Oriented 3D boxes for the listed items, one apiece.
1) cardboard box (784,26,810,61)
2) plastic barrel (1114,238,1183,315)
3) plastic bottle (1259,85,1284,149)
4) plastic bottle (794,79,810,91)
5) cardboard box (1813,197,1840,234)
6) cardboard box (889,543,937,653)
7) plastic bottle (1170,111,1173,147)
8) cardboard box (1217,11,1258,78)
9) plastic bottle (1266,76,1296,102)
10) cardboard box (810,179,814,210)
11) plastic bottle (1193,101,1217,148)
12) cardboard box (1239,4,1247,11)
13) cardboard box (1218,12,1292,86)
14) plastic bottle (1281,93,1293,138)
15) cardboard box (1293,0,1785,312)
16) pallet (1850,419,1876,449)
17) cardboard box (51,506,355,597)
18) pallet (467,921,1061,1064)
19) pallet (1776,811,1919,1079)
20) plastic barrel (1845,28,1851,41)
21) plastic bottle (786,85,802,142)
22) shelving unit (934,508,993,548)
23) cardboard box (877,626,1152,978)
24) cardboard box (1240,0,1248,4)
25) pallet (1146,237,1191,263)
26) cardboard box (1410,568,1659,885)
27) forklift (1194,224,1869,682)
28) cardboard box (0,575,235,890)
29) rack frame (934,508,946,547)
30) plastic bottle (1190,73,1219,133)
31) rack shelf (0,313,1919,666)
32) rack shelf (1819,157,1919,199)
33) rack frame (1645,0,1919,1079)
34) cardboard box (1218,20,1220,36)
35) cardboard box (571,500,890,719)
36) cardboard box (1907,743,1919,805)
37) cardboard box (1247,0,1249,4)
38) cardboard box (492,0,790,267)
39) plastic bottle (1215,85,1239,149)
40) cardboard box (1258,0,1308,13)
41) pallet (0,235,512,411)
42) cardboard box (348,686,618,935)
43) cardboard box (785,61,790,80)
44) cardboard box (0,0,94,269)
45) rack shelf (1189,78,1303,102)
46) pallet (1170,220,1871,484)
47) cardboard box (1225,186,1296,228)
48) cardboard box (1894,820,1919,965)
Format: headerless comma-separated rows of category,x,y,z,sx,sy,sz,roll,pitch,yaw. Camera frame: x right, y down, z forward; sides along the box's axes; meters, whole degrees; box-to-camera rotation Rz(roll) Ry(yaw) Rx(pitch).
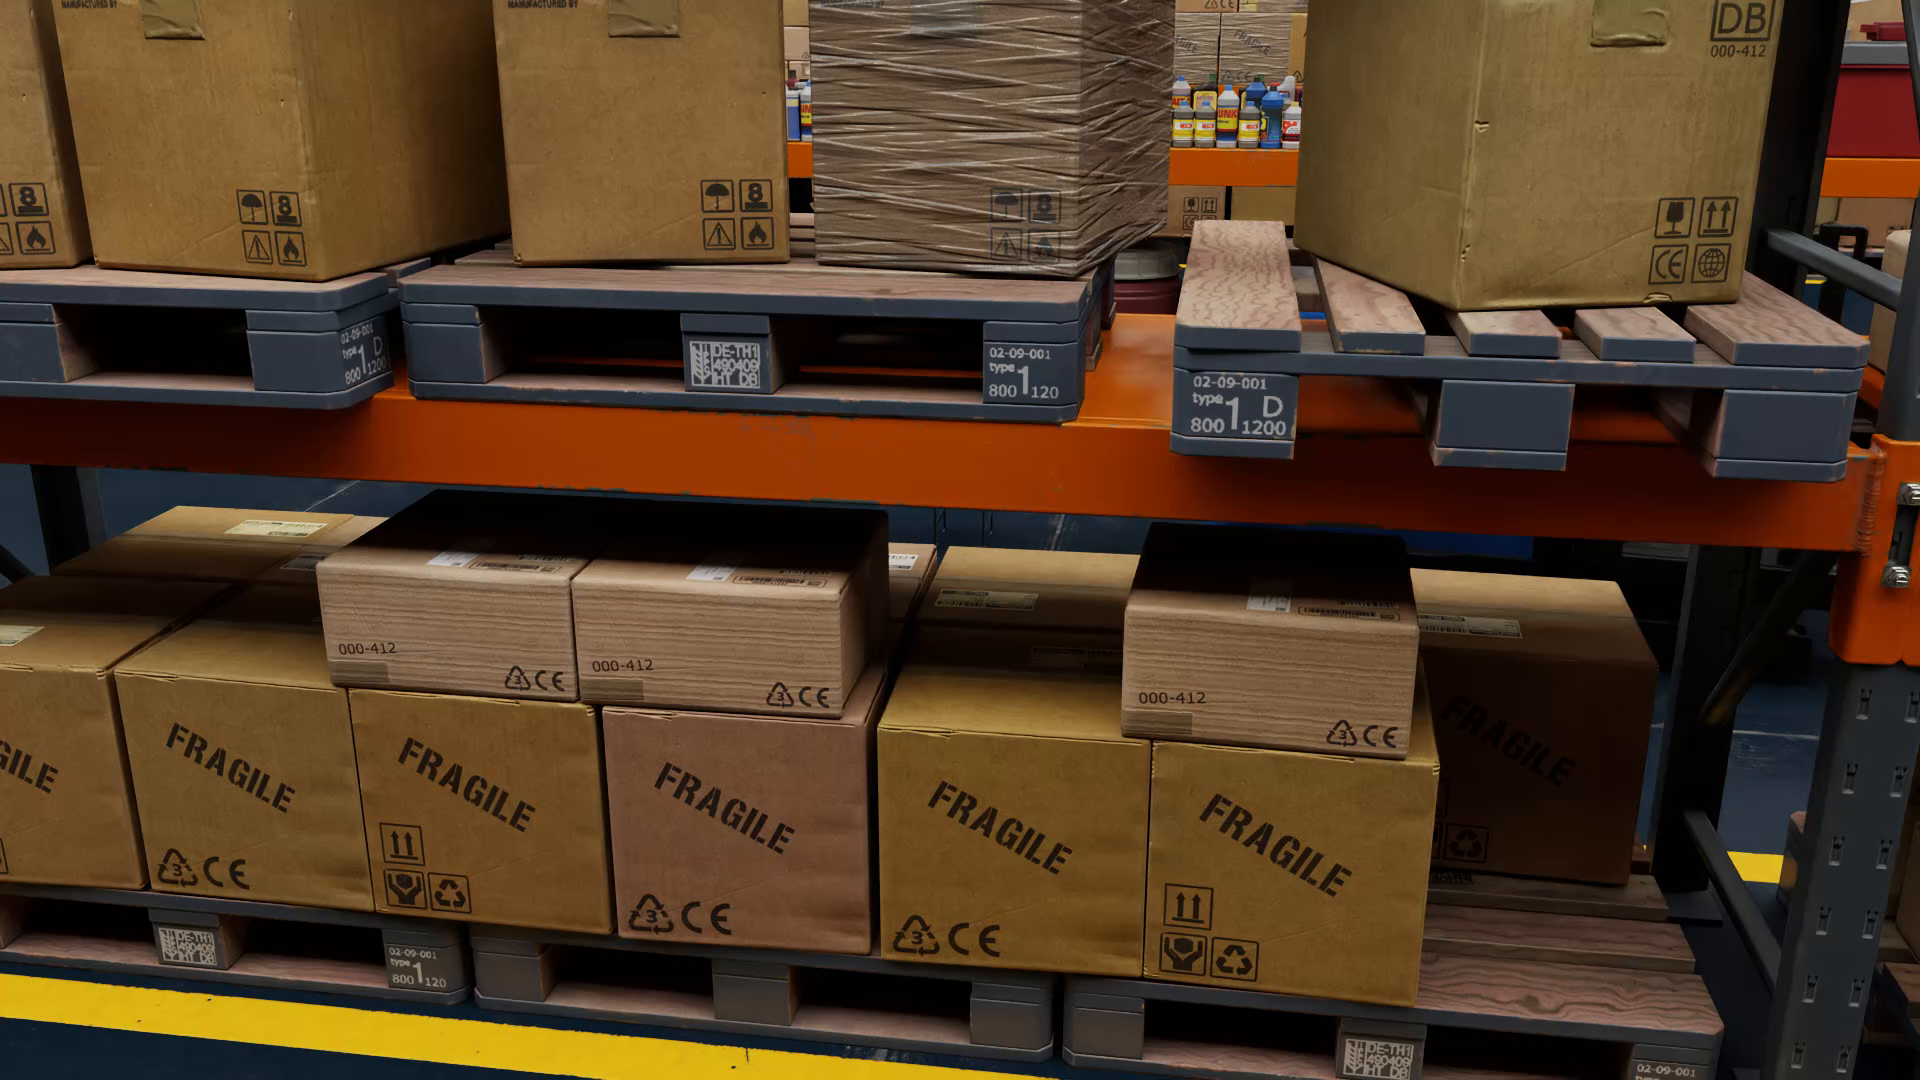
cardboard box,-1.254,-3.788,12.665,0.500,0.250,0.500,3,19,8
plastic barrel,0.787,-1.157,8.172,0.708,0.588,0.600,3,19,9
plastic bottle,1.389,-1.884,7.409,0.097,0.271,0.097,0,18,0
plastic bottle,-0.761,-2.231,8.438,0.135,0.276,0.152,3,19,9
cardboard box,6.052,-2.466,12.193,0.500,0.500,0.700,3,19,8
cardboard box,-0.334,0.315,3.881,0.500,0.500,0.500,2,19,7
plastic bottle,0.909,-1.875,7.493,0.097,0.201,0.097,0,18,0
cardboard box,2.227,-3.759,12.654,0.500,0.500,0.500,2,19,7
plastic bottle,1.555,-2.113,8.086,0.135,0.276,0.152,3,19,9
cardboard box,-1.415,-3.028,13.313,0.875,0.875,0.875,3,19,9
plastic bottle,1.101,-1.865,7.464,0.097,0.201,0.097,0,18,0
cardboard box,2.728,-5.267,16.583,0.250,0.149,0.380,3,19,9
cardboard box,2.155,-3.599,12.173,0.500,0.500,0.500,3,19,8
plastic bottle,1.553,-2.037,7.978,0.097,0.201,0.097,0,18,0
cardboard box,0.958,-0.717,2.898,0.500,0.500,0.700,-3,19,-10
pallet,4.347,-0.590,7.733,1.213,0.211,1.003,3,19,9
cardboard box,-1.819,0.237,4.114,0.500,0.500,0.500,3,19,8
pallet,-0.334,0.737,3.767,1.213,0.211,1.003,3,19,9
pallet,2.405,0.902,3.273,1.213,0.211,1.003,3,19,9
plastic barrel,3.853,-2.072,7.593,0.421,0.512,0.421,0,18,0
plastic bottle,-0.804,-2.007,7.769,0.135,0.276,0.152,3,19,9
shelving unit,0.014,-0.568,6.111,0.189,1.200,0.258,3,19,9
cardboard box,0.126,0.503,3.317,0.500,0.500,0.500,2,19,7
cardboard box,2.732,-5.408,16.534,0.250,0.149,0.380,3,19,10
pallet,1.205,-2.380,13.084,1.213,0.211,1.003,3,19,9
cardboard box,1.194,0.391,3.654,0.500,0.500,0.500,4,19,11
forklift,2.351,-1.149,5.118,3.031,2.935,1.130,5,19,16
cardboard box,-1.912,0.403,3.619,0.500,0.500,0.500,2,19,6
rack frame,-0.076,-0.573,6.124,0.006,1.200,0.240,3,19,9
plastic bottle,1.202,-2.149,8.182,0.133,0.283,0.061,3,19,9
rack shelf,-0.377,-0.233,3.406,4.000,0.370,1.077,3,19,9
rack shelf,4.362,-1.583,7.442,4.000,0.370,1.077,3,19,9
rack frame,1.598,-0.474,2.991,0.127,3.000,1.000,3,19,9
cardboard box,2.489,-5.139,16.669,0.250,0.149,0.380,2,19,6
cardboard box,-0.430,0.122,3.275,0.500,0.250,0.500,3,19,8
cardboard box,2.154,0.314,3.424,0.500,0.311,0.500,3,19,10
cardboard box,2.865,-5.612,17.144,0.250,0.149,0.380,2,19,6
cardboard box,-0.597,-0.852,3.303,0.500,0.500,0.700,-2,19,-5
plastic bottle,1.197,-1.894,7.438,0.097,0.271,0.097,0,18,0
cardboard box,2.454,-4.142,12.216,0.637,0.503,0.797,4,19,11
pallet,-1.580,-0.509,3.401,1.213,0.211,1.003,3,19,9
cardboard box,-0.892,0.453,3.467,0.500,0.500,0.500,3,19,9
cardboard box,-1.384,-3.585,12.685,0.250,0.149,0.380,3,19,10
cardboard box,-1.919,-0.828,3.230,0.500,0.500,0.700,-3,19,-10
rack shelf,1.198,-3.336,12.681,4.000,0.370,1.077,3,19,9
pallet,0.918,-0.395,3.058,1.003,0.211,1.213,3,19,9
cardboard box,2.495,-2.810,12.660,0.875,0.875,1.225,2,19,6
cardboard box,2.068,0.750,3.007,0.500,0.250,0.500,3,19,8
